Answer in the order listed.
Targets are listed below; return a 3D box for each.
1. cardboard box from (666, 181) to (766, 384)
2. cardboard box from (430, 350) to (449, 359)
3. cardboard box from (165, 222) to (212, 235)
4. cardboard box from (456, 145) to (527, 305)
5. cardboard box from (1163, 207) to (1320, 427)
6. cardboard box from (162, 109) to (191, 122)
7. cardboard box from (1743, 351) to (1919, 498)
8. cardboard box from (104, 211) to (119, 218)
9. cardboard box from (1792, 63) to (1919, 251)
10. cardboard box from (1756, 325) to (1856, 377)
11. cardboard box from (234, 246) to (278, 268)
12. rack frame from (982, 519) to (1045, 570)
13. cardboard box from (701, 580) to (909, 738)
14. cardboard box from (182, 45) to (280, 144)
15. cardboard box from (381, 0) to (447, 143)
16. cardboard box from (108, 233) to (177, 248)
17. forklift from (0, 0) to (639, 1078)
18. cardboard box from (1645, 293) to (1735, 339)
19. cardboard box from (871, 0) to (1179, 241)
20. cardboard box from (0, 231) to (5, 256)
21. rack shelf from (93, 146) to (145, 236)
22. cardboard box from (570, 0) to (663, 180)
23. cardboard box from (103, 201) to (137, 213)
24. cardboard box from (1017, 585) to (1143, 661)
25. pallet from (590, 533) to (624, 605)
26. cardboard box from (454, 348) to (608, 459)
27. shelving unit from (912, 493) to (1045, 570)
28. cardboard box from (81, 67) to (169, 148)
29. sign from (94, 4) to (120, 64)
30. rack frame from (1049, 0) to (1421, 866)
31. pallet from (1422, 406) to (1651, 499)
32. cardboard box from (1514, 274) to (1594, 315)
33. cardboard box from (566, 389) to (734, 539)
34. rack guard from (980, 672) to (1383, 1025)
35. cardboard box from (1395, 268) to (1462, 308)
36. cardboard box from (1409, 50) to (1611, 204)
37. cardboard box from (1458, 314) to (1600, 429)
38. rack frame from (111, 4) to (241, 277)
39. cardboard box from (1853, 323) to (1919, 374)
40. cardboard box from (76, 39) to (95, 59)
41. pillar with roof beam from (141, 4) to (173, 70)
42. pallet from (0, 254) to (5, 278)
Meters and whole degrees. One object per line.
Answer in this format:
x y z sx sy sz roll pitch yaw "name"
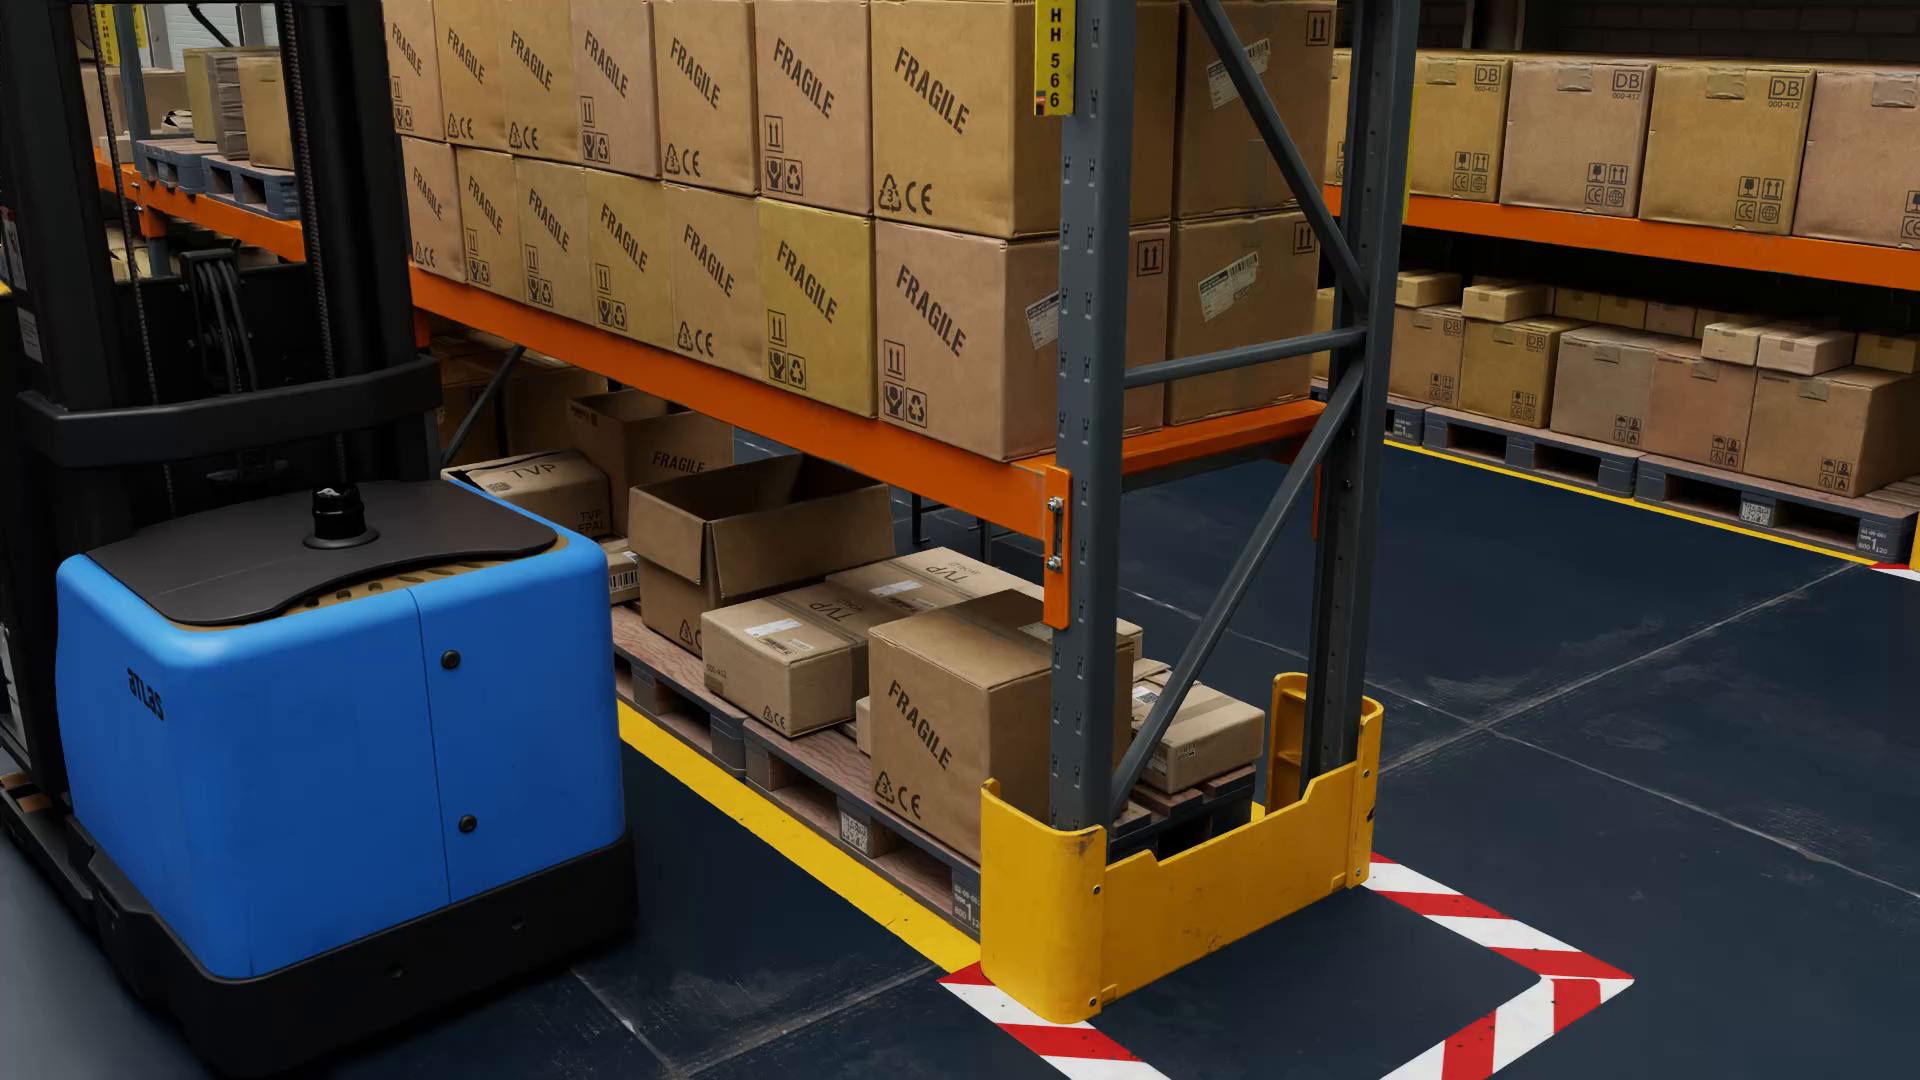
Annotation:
-0.486 -0.768 4.750 0.500 0.500 0.500 -14 23 -36 "cardboard box"
-2.679 -0.609 7.706 0.500 0.500 0.500 -14 23 -36 "cardboard box"
-5.393 -2.110 11.778 0.500 0.311 0.500 -14 23 -37 "cardboard box"
-1.424 -1.141 5.876 0.500 0.500 0.500 -13 23 -35 "cardboard box"
0.567 -0.620 4.305 0.500 0.500 0.500 -13 23 -35 "cardboard box"
-4.735 -2.599 10.582 0.500 0.311 0.500 -14 23 -37 "cardboard box"
4.004 -0.545 7.546 0.700 0.500 0.500 -14 23 -36 "cardboard box"
-6.447 -2.254 12.213 0.500 0.311 0.500 -14 23 -37 "cardboard box"
4.192 -1.646 7.084 0.980 0.700 0.700 -13 22 -34 "cardboard box"
3.781 -0.849 7.432 0.380 0.149 0.250 -14 23 -37 "cardboard box"
-4.426 -1.730 10.629 0.500 0.311 0.500 -13 22 -34 "cardboard box"
0.254 -0.896 6.728 0.400 2.100 0.015 -14 23 -36 "rack frame"
-0.461 0.359 5.182 0.500 0.250 0.500 -14 23 -36 "cardboard box"
-3.852 -2.497 9.304 0.500 0.500 0.700 11 21 30 "cardboard box"
-1.776 -1.749 6.122 0.500 0.500 0.500 -13 22 -35 "cardboard box"
-5.488 -1.876 11.071 0.500 0.311 0.500 -14 23 -36 "cardboard box"
-2.185 -0.604 4.524 1.130 2.935 3.031 -16 24 -40 "forklift"
3.609 -1.110 8.221 0.380 0.149 0.250 -14 23 -35 "cardboard box"
0.144 -0.990 3.831 0.500 0.500 0.500 -14 23 -37 "cardboard box"
-7.899 -2.580 14.088 0.500 0.250 0.500 -14 23 -36 "cardboard box"
-5.573 -2.535 11.389 1.077 0.370 4.000 -14 23 -36 "rack shelf"
-0.815 -1.368 4.972 0.500 0.500 0.500 -13 22 -34 "cardboard box"
-6.339 -2.485 12.910 0.500 0.311 0.500 -14 23 -36 "cardboard box"
0.210 0.372 5.142 0.500 0.250 0.500 -14 23 -36 "cardboard box"
-1.422 0.096 6.738 1.003 0.211 1.213 -14 23 -36 "pallet"
-1.957 -0.587 7.639 0.500 0.500 0.500 -15 24 -39 "cardboard box"
0.103 -0.956 6.909 0.431 2.100 0.503 -14 23 -36 "shelving unit"
-5.713 -2.971 11.403 0.500 0.500 0.500 -14 23 -36 "cardboard box"
-4.764 -2.824 9.276 0.100 0.325 0.005 -14 23 -36 "sign"
0.636 -0.412 3.835 1.000 3.000 0.127 -14 23 -36 "rack frame"
3.206 -0.538 8.652 1.003 0.211 1.213 -14 23 -36 "pallet"
3.132 -1.299 8.792 0.380 0.149 0.250 -14 23 -36 "cardboard box"
-1.271 -0.335 6.878 0.500 0.500 0.500 -14 23 -36 "cardboard box"
0.589 0.756 4.284 1.175 0.500 0.348 -14 23 -36 "rack guard"
2.487 -1.362 8.979 0.380 0.149 0.250 -13 22 -34 "cardboard box"
2.806 -2.190 8.727 0.980 0.700 0.700 -15 23 -37 "cardboard box"
3.043 -0.922 8.685 0.700 0.500 0.500 -13 23 -35 "cardboard box"
-4.331 -2.383 9.788 1.000 3.000 0.127 -14 23 -36 "rack frame"
4.238 -0.862 7.469 0.380 0.149 0.250 -14 23 -36 "cardboard box"
-6.830 -3.828 12.961 0.380 0.149 0.250 -14 23 -36 "cardboard box"
-18.855 -11.762 28.567 9.100 9.000 0.400 -14 23 -36 "pillar with roof beam"
-8.037 -2.550 14.728 1.003 0.211 1.213 -14 23 -36 "pallet"
